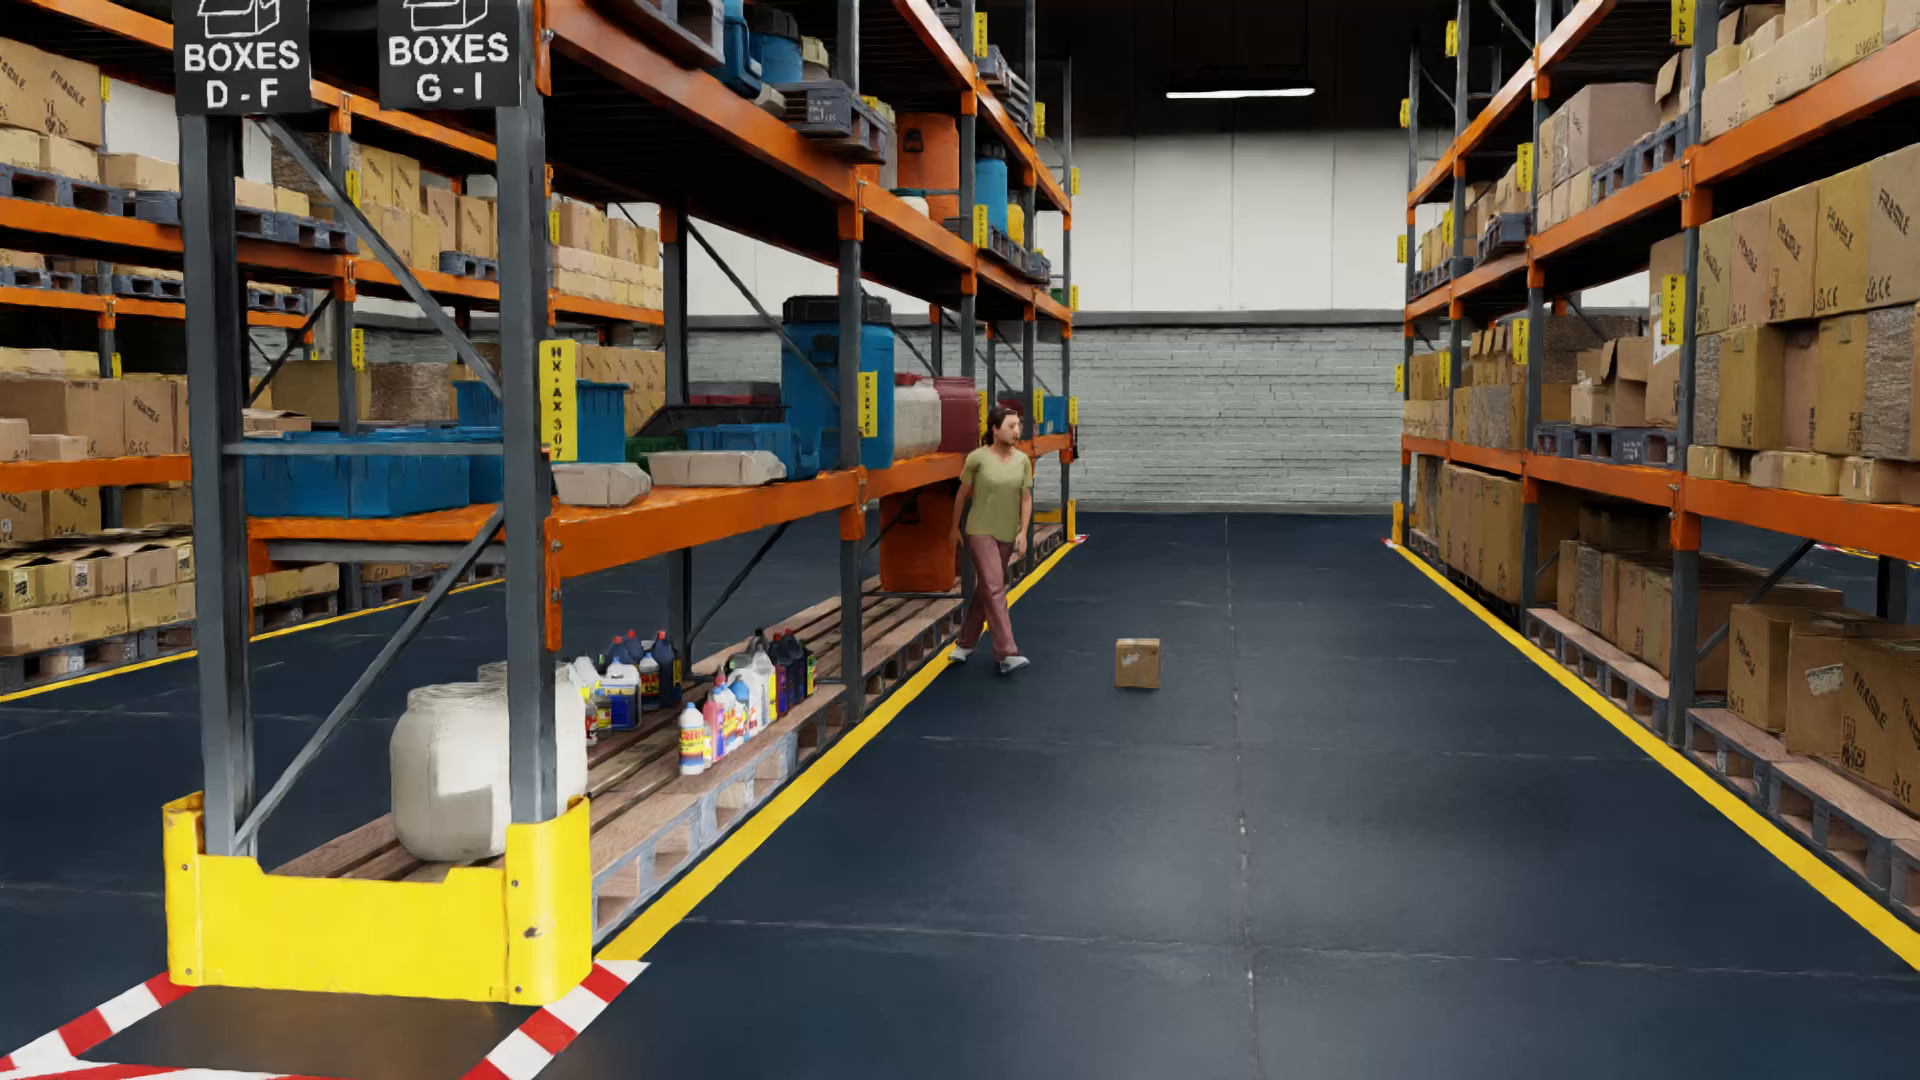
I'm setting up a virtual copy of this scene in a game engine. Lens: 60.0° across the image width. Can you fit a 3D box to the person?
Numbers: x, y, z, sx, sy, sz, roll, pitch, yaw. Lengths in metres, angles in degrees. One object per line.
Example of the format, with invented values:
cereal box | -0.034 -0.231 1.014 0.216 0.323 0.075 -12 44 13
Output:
person | 0.243 -0.019 10.246 0.464 1.619 0.952 -2 5 -25
